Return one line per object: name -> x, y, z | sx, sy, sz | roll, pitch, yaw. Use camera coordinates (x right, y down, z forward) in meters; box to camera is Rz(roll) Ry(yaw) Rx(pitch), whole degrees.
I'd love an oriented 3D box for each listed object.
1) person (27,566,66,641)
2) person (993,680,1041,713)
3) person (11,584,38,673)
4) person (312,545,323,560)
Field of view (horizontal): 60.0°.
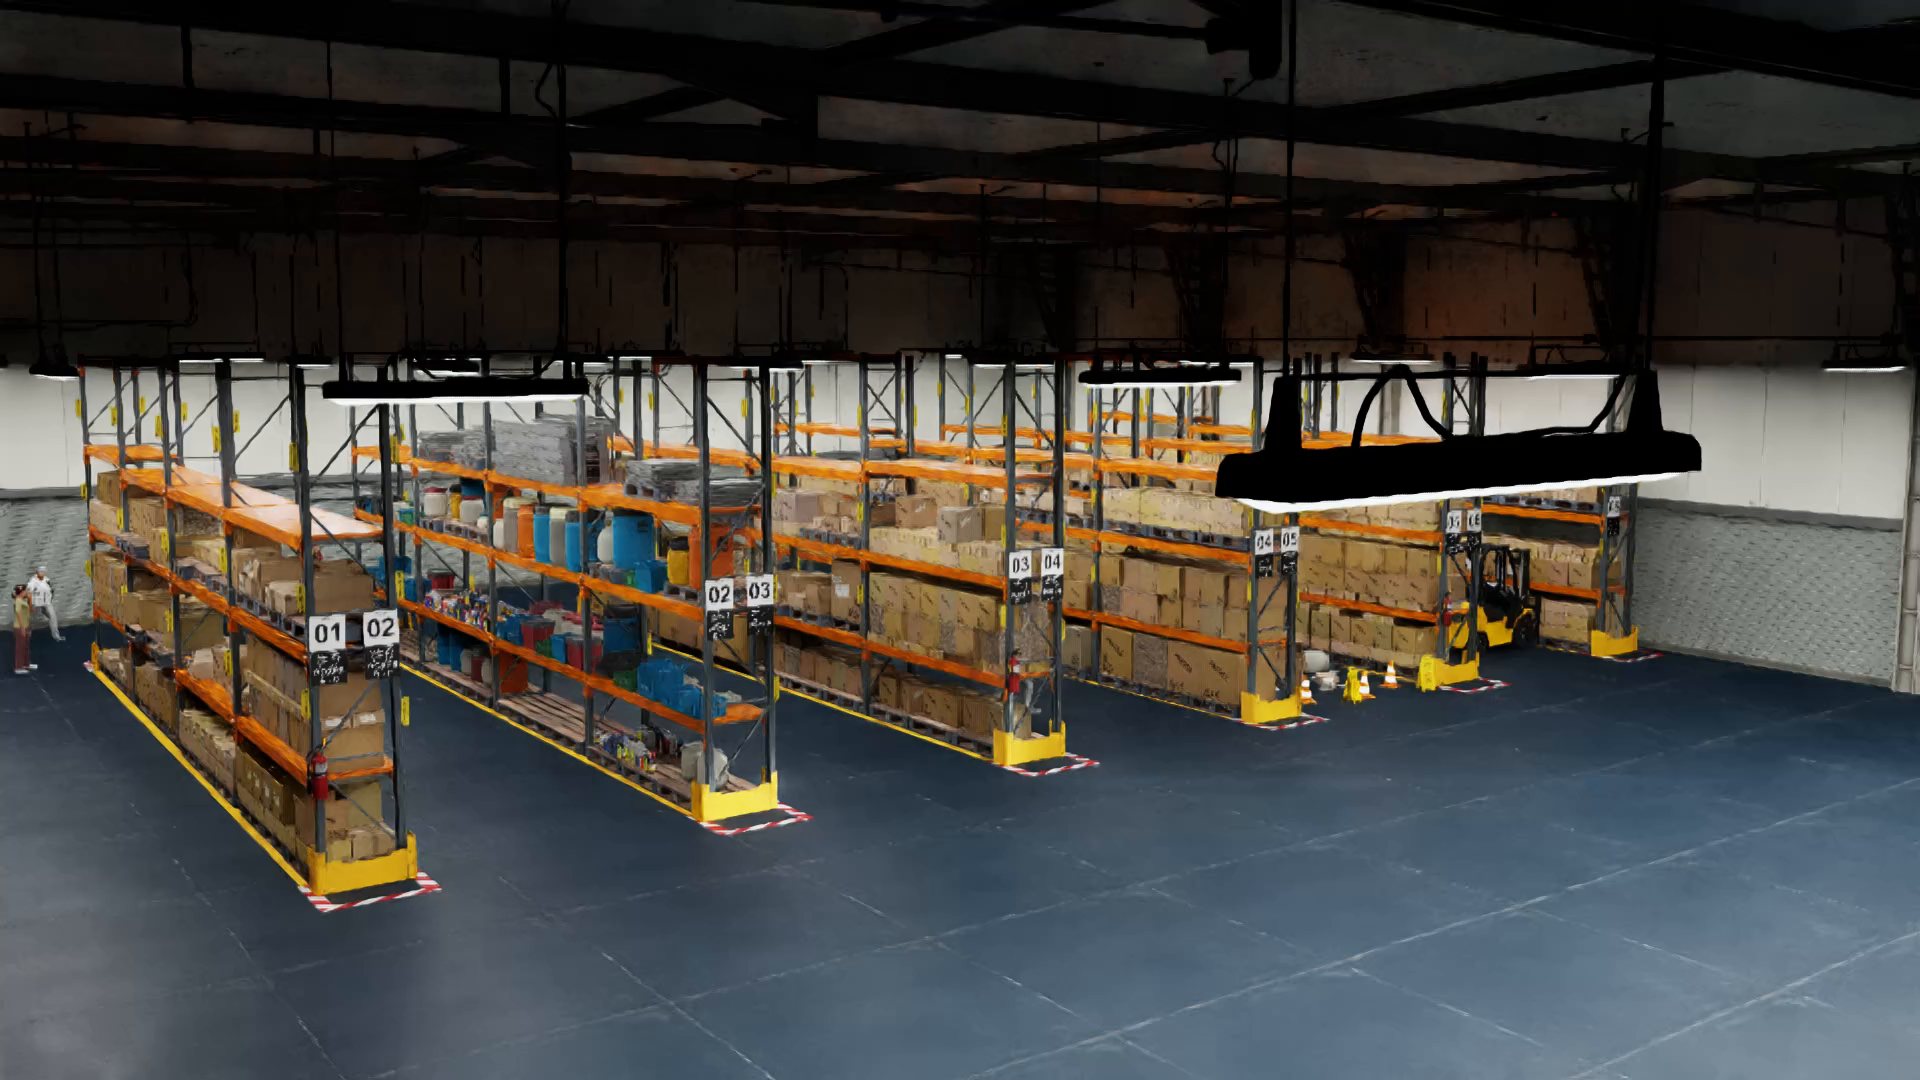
person -> -19.227, 1.328, 34.752 | 0.942, 1.611, 0.516 | 4, 8, 31
person -> 0.897, 2.144, 27.946 | 0.774, 1.611, 0.638 | 5, 8, 34
person -> -17.802, 1.669, 31.587 | 0.384, 1.660, 0.518 | -3, 8, -27
person -> -14.750, 0.895, 38.003 | 0.808, 1.669, 0.702 | 5, 8, 35
